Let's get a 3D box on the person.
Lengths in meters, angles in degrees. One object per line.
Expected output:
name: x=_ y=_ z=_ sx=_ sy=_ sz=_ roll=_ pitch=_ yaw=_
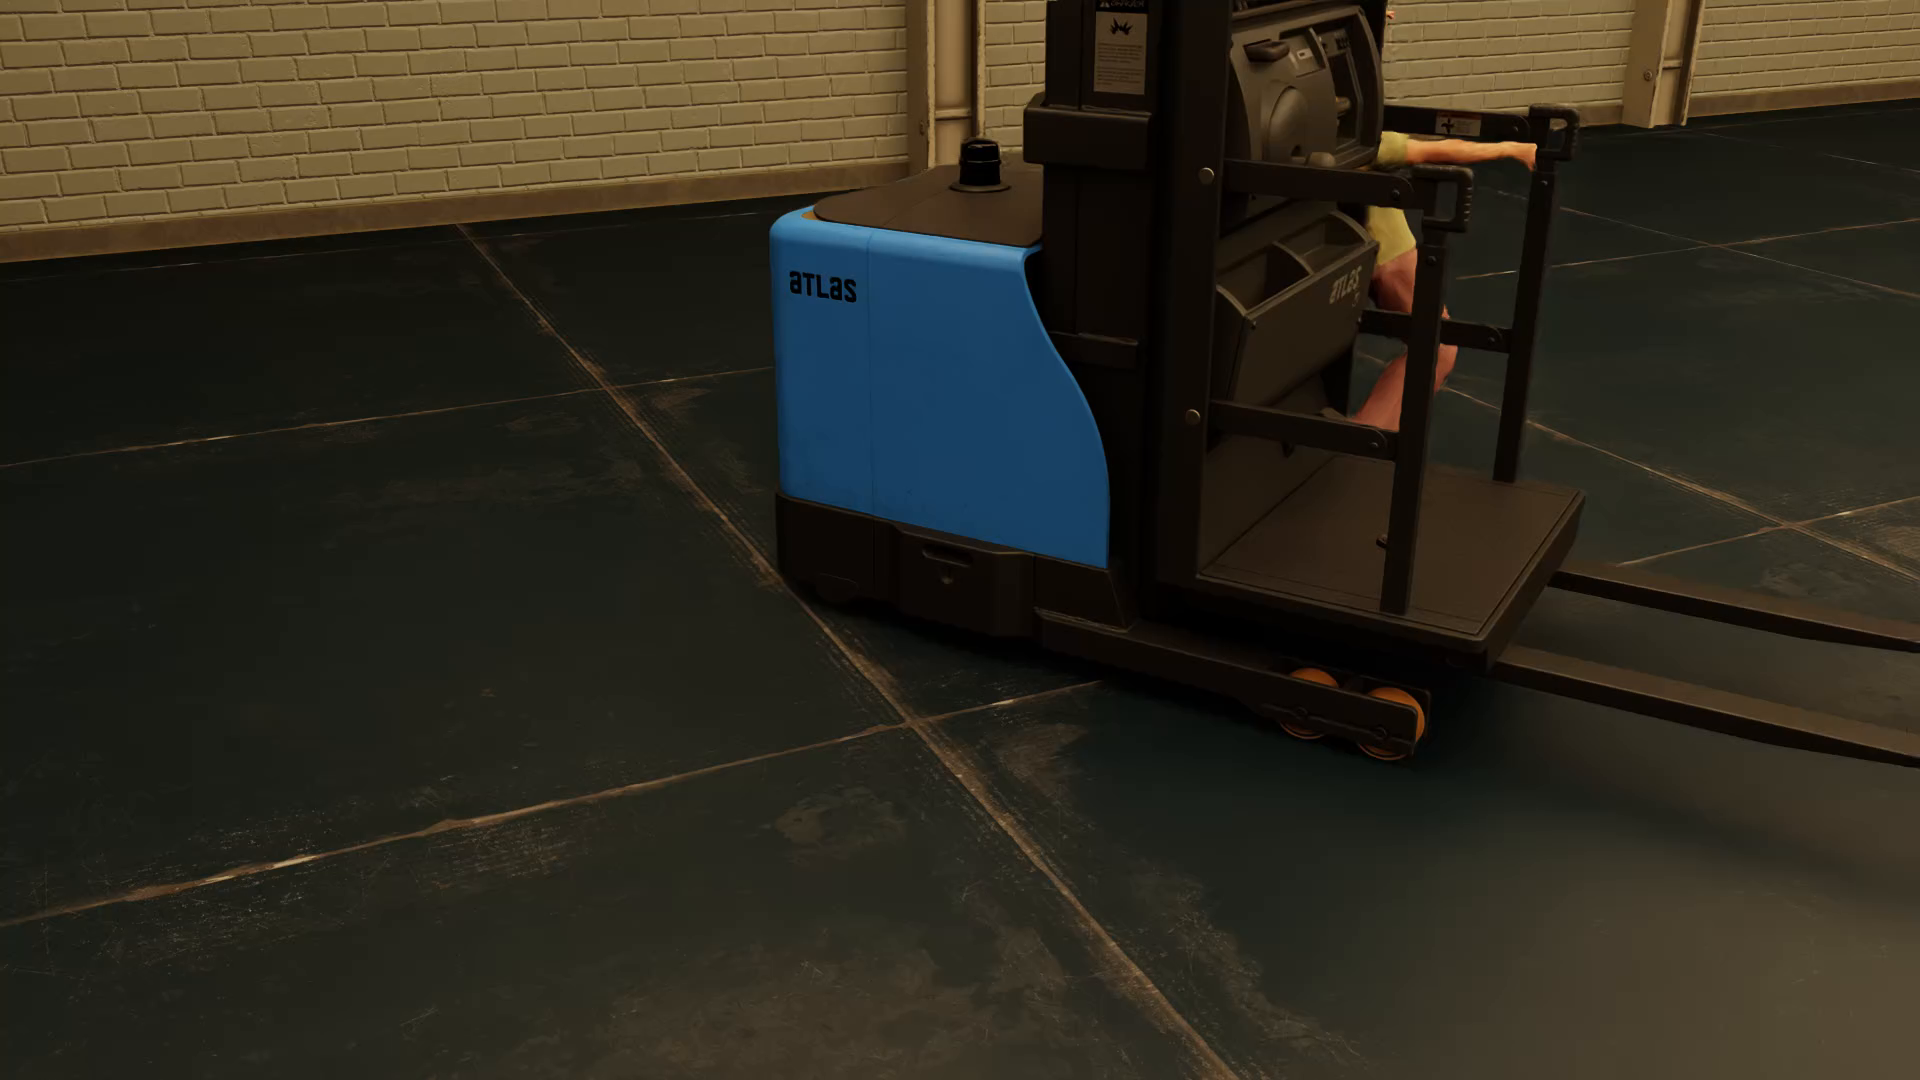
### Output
person: x=1.324 y=-0.905 z=5.326 sx=1.010 sy=1.452 sz=0.666 roll=15 pitch=27 yaw=32

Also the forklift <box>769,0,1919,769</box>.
forklift: x=1.012 y=-1.073 z=3.870 sx=3.031 sy=2.935 sz=1.130 roll=13 pitch=26 yaw=28
